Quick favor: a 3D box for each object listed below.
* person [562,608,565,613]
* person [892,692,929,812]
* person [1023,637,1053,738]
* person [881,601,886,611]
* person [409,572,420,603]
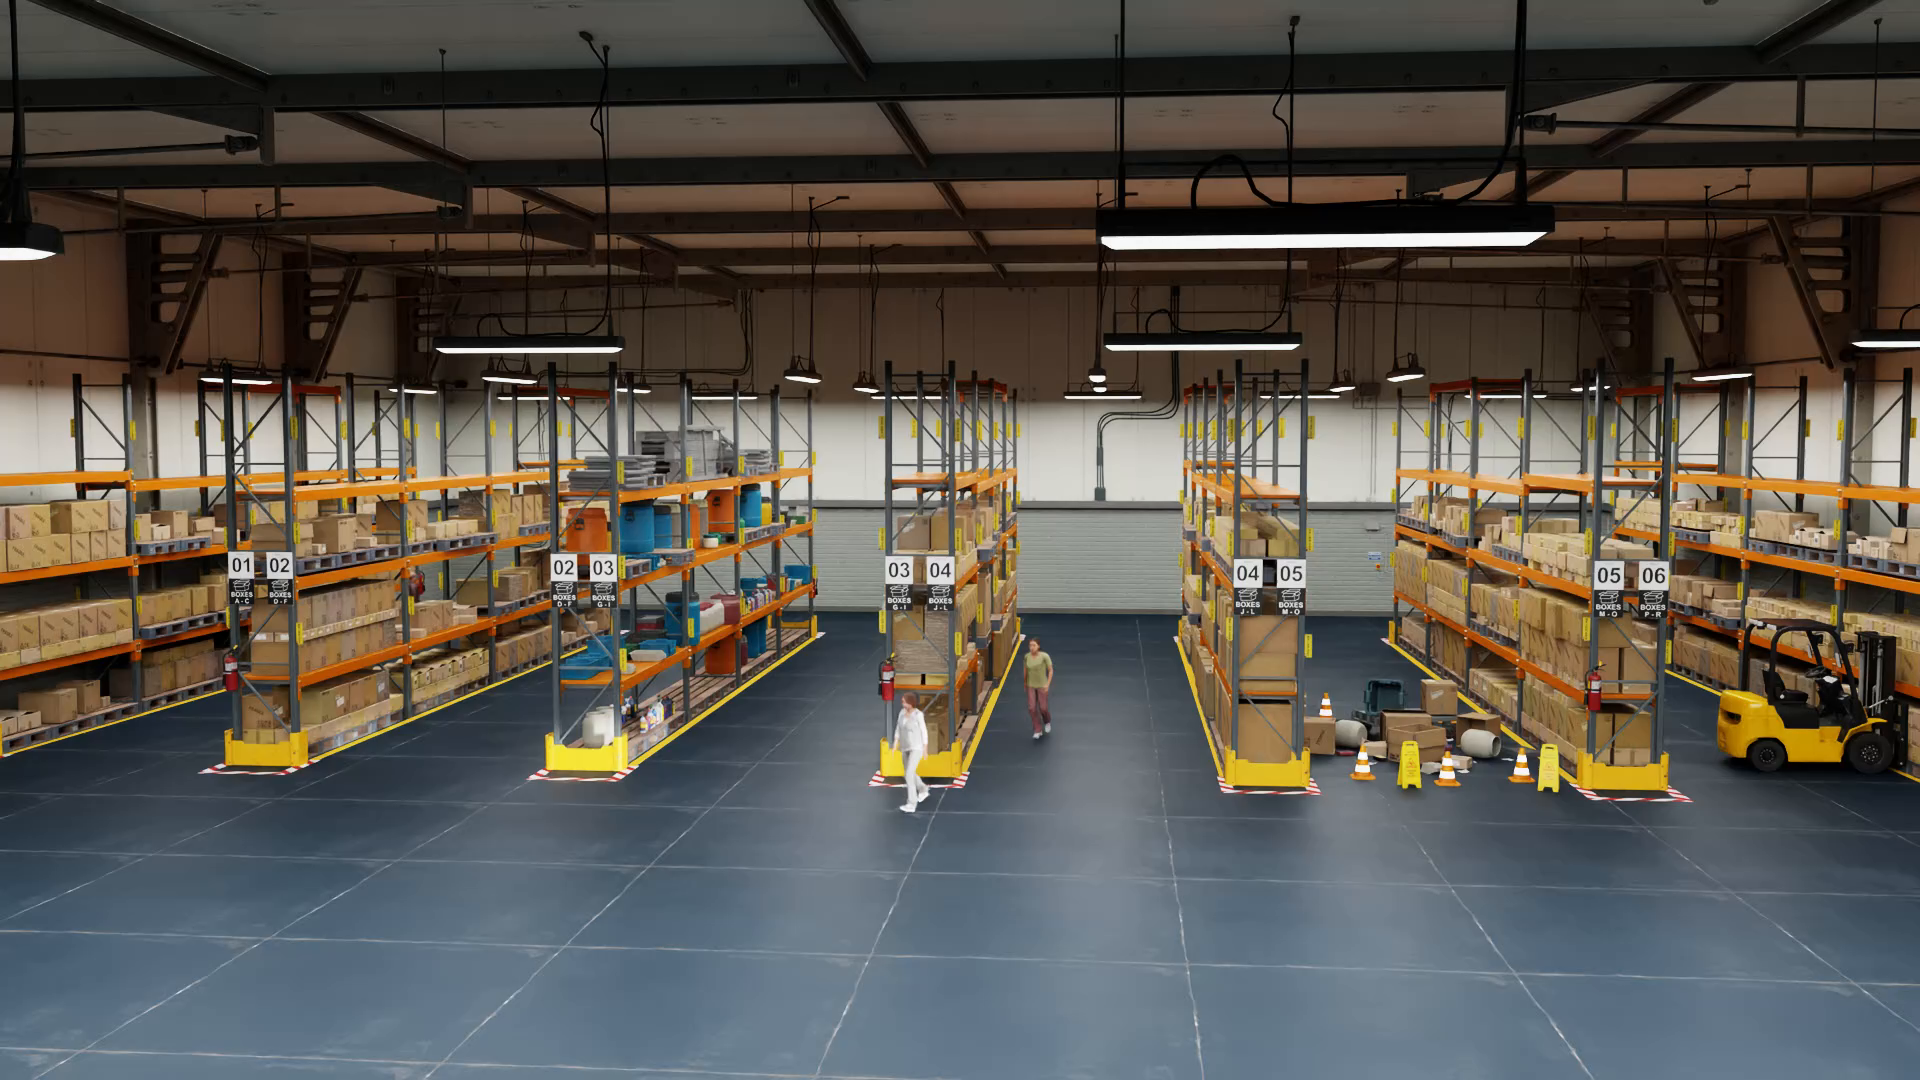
[{"bbox_3d":[-10.509,1.269,44.160,0.436,1.686,0.507,0,4,7],"label":"person"},{"bbox_3d":[-0.613,2.783,22.030,0.764,1.552,0.445,-3,5,-42],"label":"person"},{"bbox_3d":[1.299,2.394,27.251,0.510,1.652,0.608,1,4,19],"label":"person"},{"bbox_3d":[-1.315,1.822,35.703,0.728,1.686,0.657,1,4,13],"label":"person"},{"bbox_3d":[-12.539,1.616,37.966,0.568,1.778,0.624,-3,5,-41],"label":"person"}]
